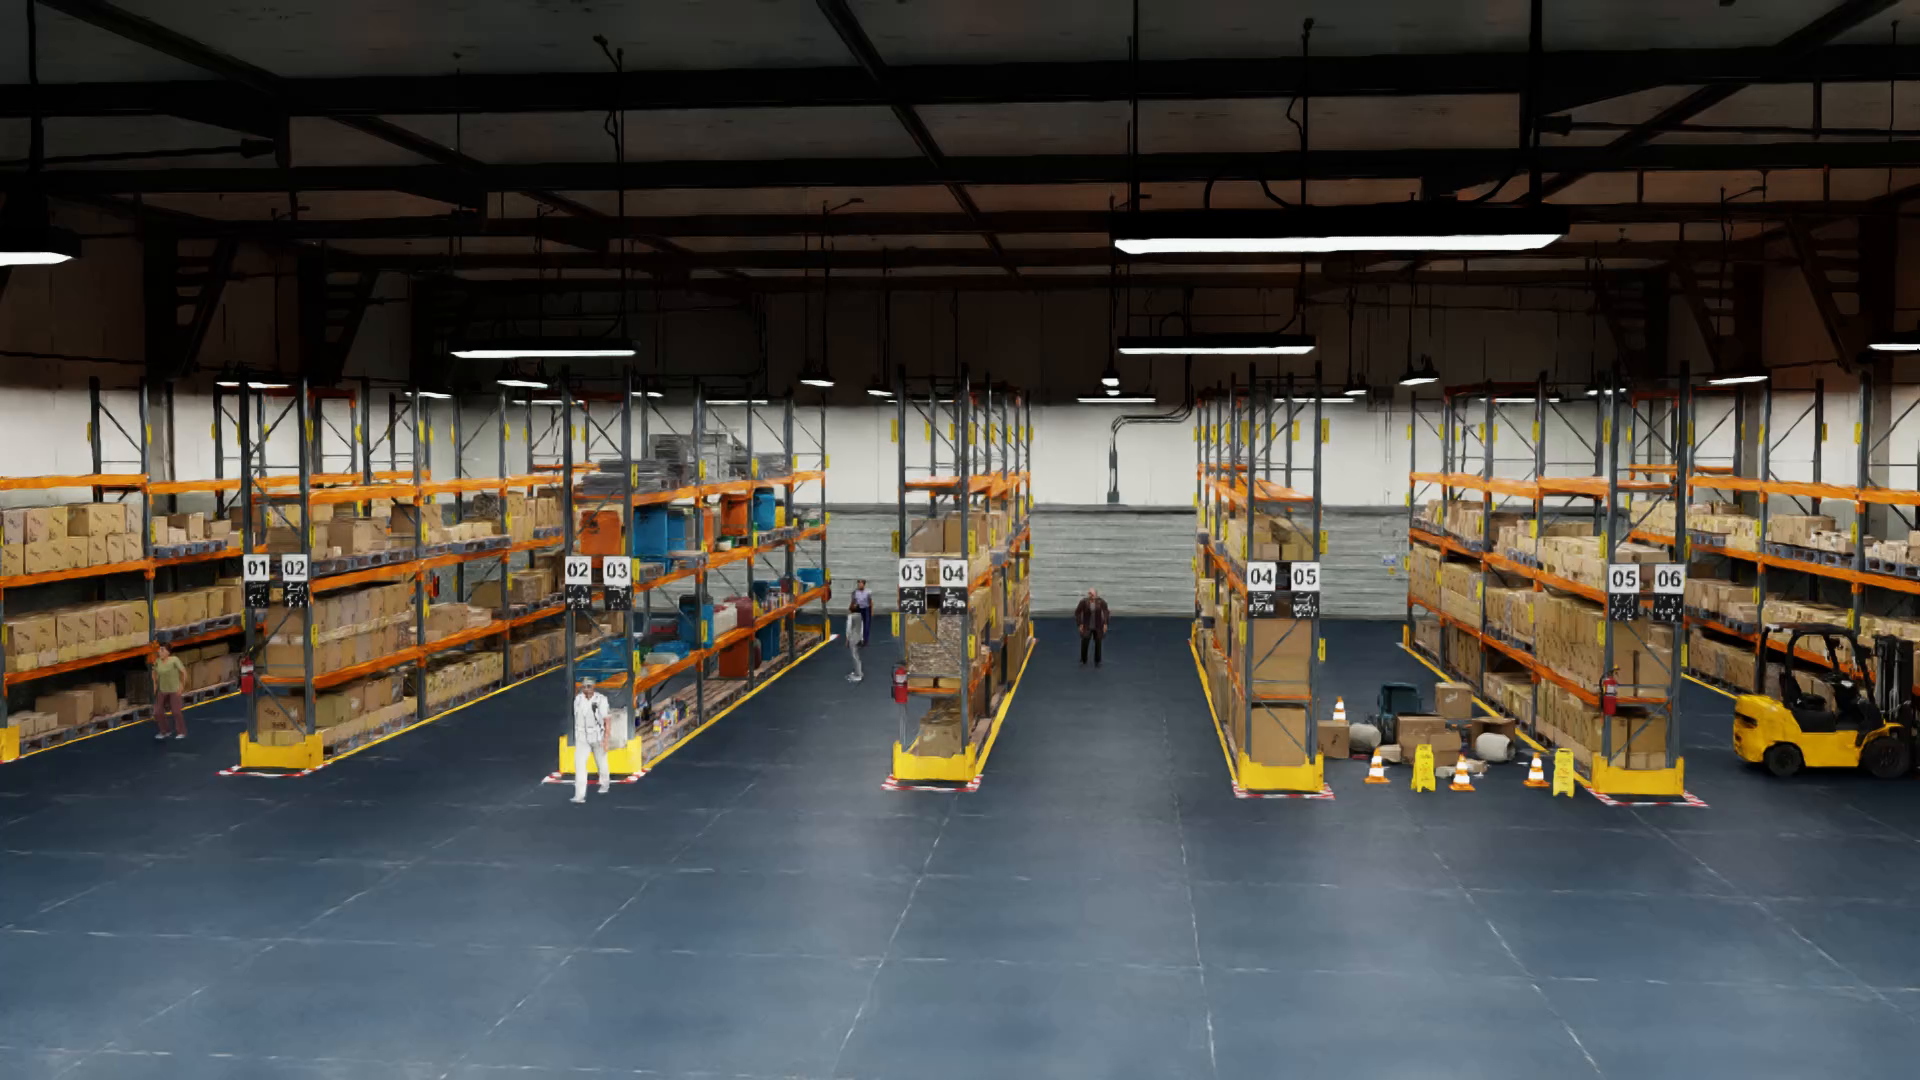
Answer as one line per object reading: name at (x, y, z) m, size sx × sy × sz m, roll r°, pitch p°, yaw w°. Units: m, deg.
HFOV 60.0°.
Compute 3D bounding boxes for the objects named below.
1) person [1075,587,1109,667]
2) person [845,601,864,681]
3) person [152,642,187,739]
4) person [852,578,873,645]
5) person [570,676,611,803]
person at (2.826, 1.860, 35.563) m, size 0.729 × 1.733 × 0.546 m, roll 0°, pitch 4°, yaw 5°
person at (-2.143, 2.053, 33.688) m, size 0.522 × 1.548 × 0.523 m, roll 2°, pitch 4°, yaw 34°
person at (-12.898, 2.459, 27.141) m, size 0.598 × 1.619 × 0.507 m, roll 0°, pitch 4°, yaw 4°
person at (-2.325, 1.678, 39.398) m, size 0.479 × 1.567 × 1.090 m, roll 1°, pitch 4°, yaw 8°
person at (-5.020, 2.685, 22.695) m, size 0.554 × 1.709 × 1.040 m, roll 0°, pitch 4°, yaw 5°
